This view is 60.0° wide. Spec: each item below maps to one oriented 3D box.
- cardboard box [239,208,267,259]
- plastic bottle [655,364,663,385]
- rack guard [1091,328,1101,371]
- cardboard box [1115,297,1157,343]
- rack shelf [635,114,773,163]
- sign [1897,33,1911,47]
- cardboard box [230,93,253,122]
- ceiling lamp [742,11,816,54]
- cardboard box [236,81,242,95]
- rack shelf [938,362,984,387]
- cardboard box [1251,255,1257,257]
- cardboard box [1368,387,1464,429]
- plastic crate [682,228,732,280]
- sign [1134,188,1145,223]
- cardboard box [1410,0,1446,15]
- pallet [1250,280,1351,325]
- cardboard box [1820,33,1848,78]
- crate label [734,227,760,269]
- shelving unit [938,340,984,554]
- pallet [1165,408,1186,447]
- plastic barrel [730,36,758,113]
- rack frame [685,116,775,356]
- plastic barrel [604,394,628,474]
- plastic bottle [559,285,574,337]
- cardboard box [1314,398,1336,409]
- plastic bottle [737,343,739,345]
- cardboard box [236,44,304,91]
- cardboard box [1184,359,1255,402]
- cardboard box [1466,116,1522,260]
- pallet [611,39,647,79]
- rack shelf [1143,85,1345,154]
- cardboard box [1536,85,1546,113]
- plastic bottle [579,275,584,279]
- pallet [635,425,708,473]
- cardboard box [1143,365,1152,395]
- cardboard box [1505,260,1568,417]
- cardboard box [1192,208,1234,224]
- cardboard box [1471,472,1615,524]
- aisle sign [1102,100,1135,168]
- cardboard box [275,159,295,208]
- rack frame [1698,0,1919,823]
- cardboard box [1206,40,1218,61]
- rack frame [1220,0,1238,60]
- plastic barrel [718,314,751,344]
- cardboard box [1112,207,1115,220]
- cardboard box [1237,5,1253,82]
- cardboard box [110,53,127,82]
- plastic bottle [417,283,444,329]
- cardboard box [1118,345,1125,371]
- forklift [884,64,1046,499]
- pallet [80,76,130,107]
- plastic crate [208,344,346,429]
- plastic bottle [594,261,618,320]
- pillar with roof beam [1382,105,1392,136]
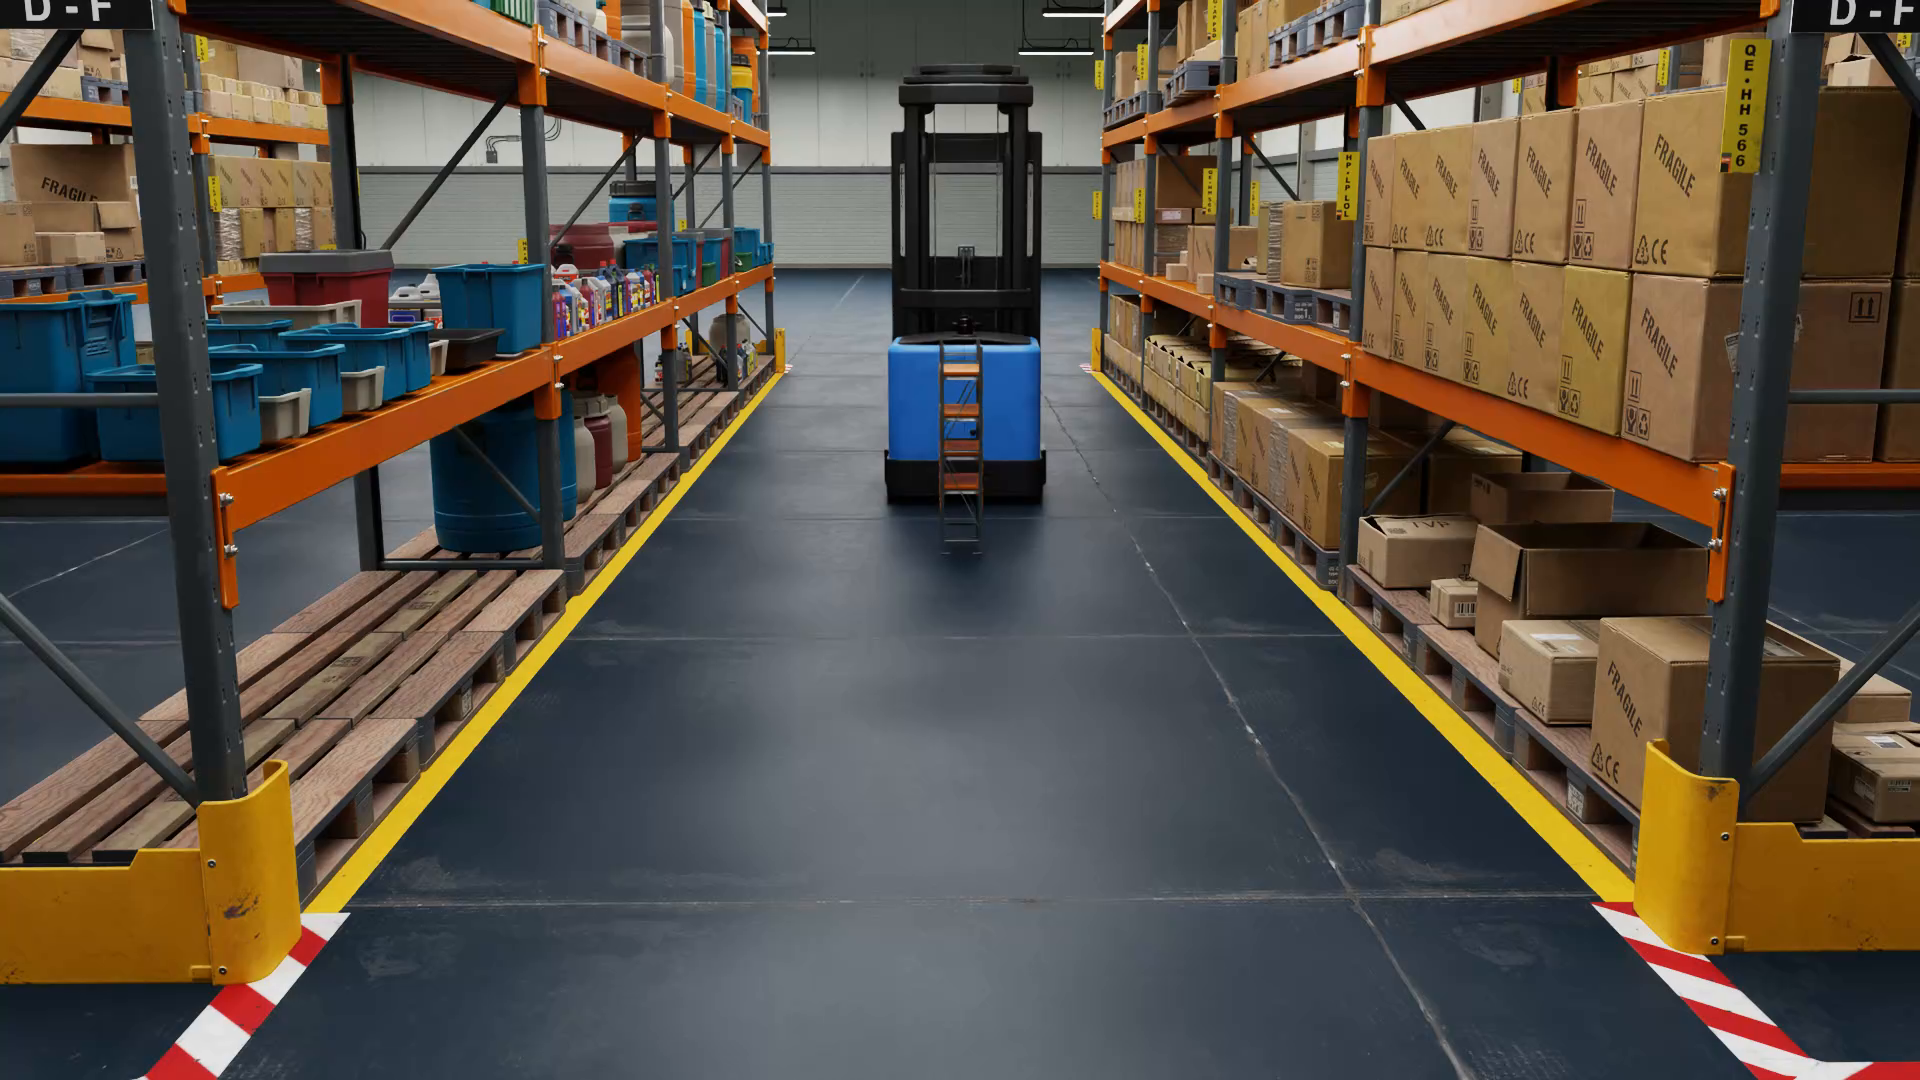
[{"bbox_3d":[-7.547,-3.095,16.771,0.875,0.500,0.500,0,11,-1],"label":"cardboard box"},{"bbox_3d":[-2.991,-1.646,16.562,0.097,0.201,0.097,0,11,0],"label":"plastic bottle"},{"bbox_3d":[2.197,-2.326,20.266,1.175,0.500,0.348,0,11,-1],"label":"rack guard"},{"bbox_3d":[2.022,-2.466,18.642,0.500,0.500,0.500,0,11,-1],"label":"cardboard box"},{"bbox_3d":[-2.713,-4.246,17.711,1.077,0.370,4.000,0,11,-1],"label":"rack shelf"},{"bbox_3d":[6.773,-3.699,11.901,0.100,0.325,0.005,0,11,-1],"label":"sign"},{"bbox_3d":[-7.393,-4.303,16.559,0.500,0.250,0.500,0,11,-2],"label":"cardboard box"},{"bbox_3d":[-4.809,-14.377,43.612,2.000,3.185,0.800,0,11,-1],"label":"ceiling lamp"},{"bbox_3d":[-7.429,-4.524,16.645,0.380,0.149,0.250,0,11,1],"label":"cardboard box"},{"bbox_3d":[0.003,-0.940,9.699,0.258,0.148,0.480,0,11,-1],"label":"rack shelf"},{"bbox_3d":[2.538,-2.091,13.044,0.500,0.311,0.500,0,11,-2],"label":"cardboard box"},{"bbox_3d":[2.659,-0.815,9.825,0.500,0.250,0.500,0,11,-1],"label":"cardboard box"},{"bbox_3d":[-2.356,-2.668,15.503,0.402,0.464,0.583,0,11,-1],"label":"plastic crate"},{"bbox_3d":[1.725,-3.211,15.968,0.100,0.325,0.005,0,11,-1],"label":"sign"},{"bbox_3d":[2.214,-2.360,6.981,0.500,0.250,0.500,0,11,-1],"label":"cardboard box"},{"bbox_3d":[2.408,-1.475,10.269,1.003,0.211,1.213,0,11,-1],"label":"pallet"},{"bbox_3d":[7.190,-4.143,14.083,0.500,0.500,0.500,-1,11,-3],"label":"cardboard box"},{"bbox_3d":[-2.446,-3.179,18.096,0.502,0.435,0.616,0,11,-1],"label":"crate label"},{"bbox_3d":[0.003,-0.555,9.778,0.258,1.200,0.503,0,11,-1],"label":"shelving unit"},{"bbox_3d":[2.363,-0.995,14.432,1.003,0.211,1.213,0,11,-1],"label":"pallet"},{"bbox_3d":[-2.618,-5.317,19.041,0.600,0.830,0.708,0,11,-1],"label":"plastic barrel"},{"bbox_3d":[-2.755,-3.526,19.897,1.000,3.000,0.127,0,11,-1],"label":"rack frame"},{"bbox_3d":[-2.461,-0.714,11.234,0.421,0.512,0.421,0,11,0],"label":"plastic barrel"},{"bbox_3d":[-2.113,-1.221,8.859,0.097,0.271,0.097,0,11,0],"label":"plastic bottle"},{"bbox_3d":[2.627,-0.659,10.941,0.500,0.500,0.500,-1,11,-3],"label":"cardboard box"},{"bbox_3d":[-2.407,-1.997,18.083,0.061,0.283,0.133,0,11,-1],"label":"plastic bottle"},{"bbox_3d":[-7.422,-5.109,17.896,0.500,0.500,0.500,0,11,-1],"label":"cardboard box"},{"bbox_3d":[2.089,-1.295,13.349,0.500,0.311,0.500,0,11,-2],"label":"cardboard box"},{"bbox_3d":[2.207,-1.297,6.144,0.500,0.500,0.500,0,11,1],"label":"cardboard box"},{"bbox_3d":[-2.671,-3.161,11.028,1.003,0.211,1.213,0,11,-1],"label":"pallet"},{"bbox_3d":[2.322,-3.471,13.888,1.077,0.370,4.000,0,11,-1],"label":"rack shelf"},{"bbox_3d":[6.882,-4.922,18.928,0.500,0.500,0.500,1,11,3],"label":"cardboard box"},{"bbox_3d":[-2.283,-1.463,10.050,0.097,0.271,0.097,0,11,0],"label":"plastic bottle"},{"bbox_3d":[-2.567,-0.724,13.096,1.003,0.211,1.213,0,11,-1],"label":"pallet"},{"bbox_3d":[2.041,-1.528,15.906,0.500,0.250,0.500,-1,11,-3],"label":"cardboard box"},{"bbox_3d":[2.228,-0.705,5.737,0.500,0.500,0.500,0,11,-1],"label":"cardboard box"},{"bbox_3d":[2.468,-3.172,16.267,0.380,0.149,0.250,0,11,-1],"label":"cardboard box"},{"bbox_3d":[2.741,-0.039,7.888,0.500,0.500,0.500,0,11,-1],"label":"cardboard box"},{"bbox_3d":[1.890,-4.832,19.794,0.394,0.787,0.004,0,11,-1],"label":"aisle sign"},{"bbox_3d":[-7.422,-3.784,17.654,0.500,0.500,0.500,0,11,-1],"label":"cardboard box"},{"bbox_3d":[2.528,-0.366,4.317,1.000,3.000,0.127,0,11,-1],"label":"rack frame"},{"bbox_3d":[2.268,-3.866,13.348,0.500,0.250,0.500,0,11,-2],"label":"cardboard box"},{"bbox_3d":[2.363,-4.896,11.559,1.000,3.000,0.127,0,11,-1],"label":"rack frame"},{"bbox_3d":[-2.665,-2.383,19.460,0.421,0.512,0.421,0,11,0],"label":"plastic barrel"},{"bbox_3d":[1.990,-3.834,19.531,0.380,0.149,0.250,0,11,-2],"label":"cardboard box"},{"bbox_3d":[2.406,-3.388,11.420,0.910,0.500,0.500,0,11,-1],"label":"cardboard box"},{"bbox_3d":[-7.505,-4.135,14.632,0.396,0.266,0.258,0,11,1],"label":"cardboard box"},{"bbox_3d":[-2.846,-1.230,8.889,0.152,0.276,0.135,0,11,-1],"label":"plastic bottle"},{"bbox_3d":[2.016,-1.999,18.226,0.500,0.250,0.500,0,11,-1],"label":"cardboard box"},{"bbox_3d":[0.051,-1.963,12.362,1.130,2.935,3.031,0,11,1],"label":"forklift"},{"bbox_3d":[-7.693,-3.760,13.975,1.213,0.211,1.003,0,11,-1],"label":"pallet"},{"bbox_3d":[-2.114,-0.475,5.124,0.416,0.233,0.300,0,11,-1],"label":"plastic crate"},{"bbox_3d":[-2.163,-1.511,10.087,0.144,0.351,0.185,0,11,-1],"label":"plastic bottle"},{"bbox_3d":[3.477,-8.739,30.504,9.100,9.000,0.400,0,11,-1],"label":"pillar with roof beam"}]
